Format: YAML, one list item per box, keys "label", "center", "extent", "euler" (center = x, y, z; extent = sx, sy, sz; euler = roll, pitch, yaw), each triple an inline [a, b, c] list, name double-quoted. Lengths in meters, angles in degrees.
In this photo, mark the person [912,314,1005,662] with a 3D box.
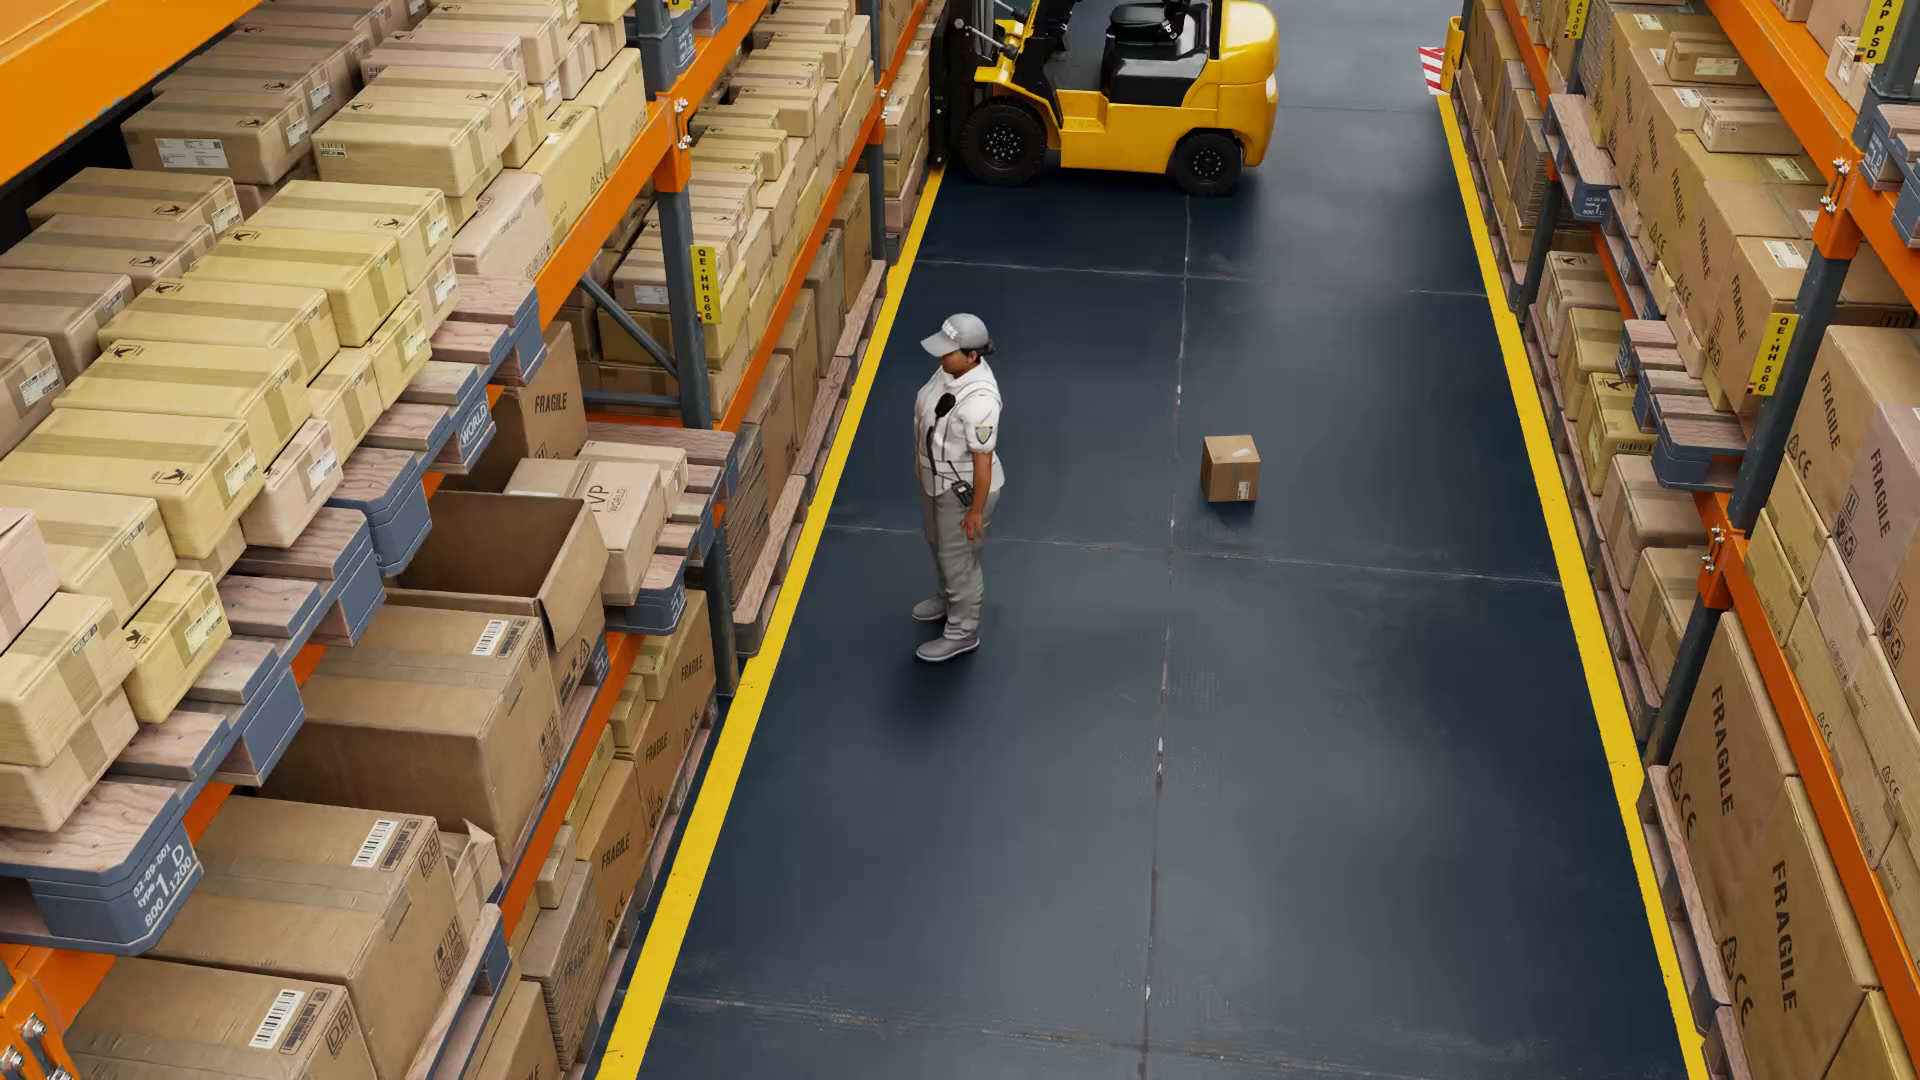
- label: "person"
  center: [-0.034, -0.235, 7.351]
  extent: [0.428, 1.689, 0.513]
  euler: [-10, 38, -13]
